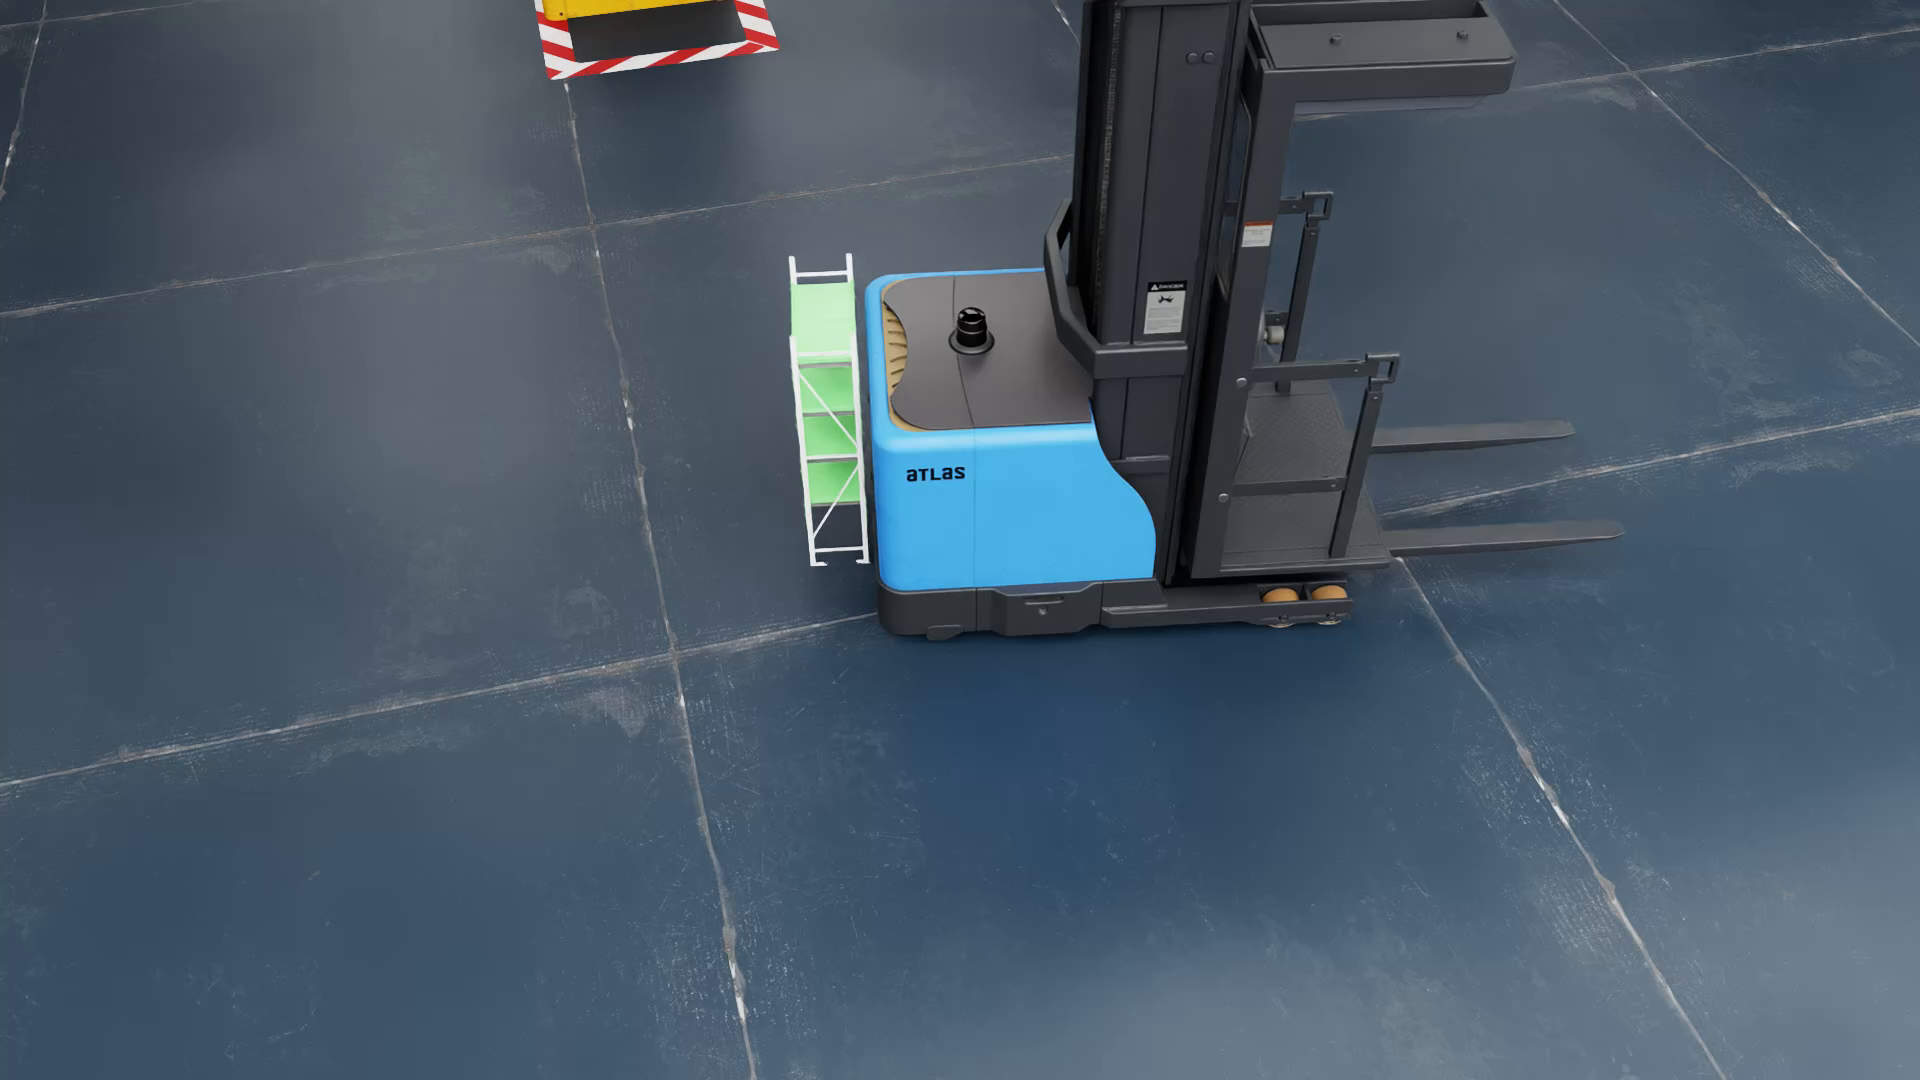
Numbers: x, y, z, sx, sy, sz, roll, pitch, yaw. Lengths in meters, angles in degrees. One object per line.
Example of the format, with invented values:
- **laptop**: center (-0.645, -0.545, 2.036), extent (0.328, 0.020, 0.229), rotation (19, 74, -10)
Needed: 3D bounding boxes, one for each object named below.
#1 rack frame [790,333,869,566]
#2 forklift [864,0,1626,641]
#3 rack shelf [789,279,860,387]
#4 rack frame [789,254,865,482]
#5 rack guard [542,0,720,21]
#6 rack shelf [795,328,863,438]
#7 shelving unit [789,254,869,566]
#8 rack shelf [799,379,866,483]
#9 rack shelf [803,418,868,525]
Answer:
- **rack frame**: center (-0.499, -0.323, 6.477), extent (0.240, 1.200, 0.015), rotation (-3, 46, -3)
- **forklift**: center (1.156, -1.052, 5.979), extent (3.031, 2.935, 1.130), rotation (-3, 46, -3)
- **rack shelf**: center (-0.518, -0.788, 6.350), extent (0.258, 0.148, 0.480), rotation (-3, 46, -3)
- **rack frame**: center (-0.536, -0.670, 6.818), extent (0.240, 1.200, 0.015), rotation (-3, 46, -3)
- **rack guard**: center (-1.987, -3.538, 10.118), extent (1.175, 0.500, 0.348), rotation (-11, 47, -10)
- **rack shelf**: center (-0.518, -0.620, 6.521), extent (0.258, 0.148, 0.480), rotation (-3, 46, -3)
- **shelving unit**: center (-0.518, -0.497, 6.647), extent (0.258, 1.200, 0.503), rotation (-3, 46, -3)
- **rack shelf**: center (-0.518, -0.452, 6.693), extent (0.258, 0.148, 0.480), rotation (-3, 46, -3)
- **rack shelf**: center (-0.517, -0.284, 6.864), extent (0.258, 0.148, 0.480), rotation (-3, 46, -3)
